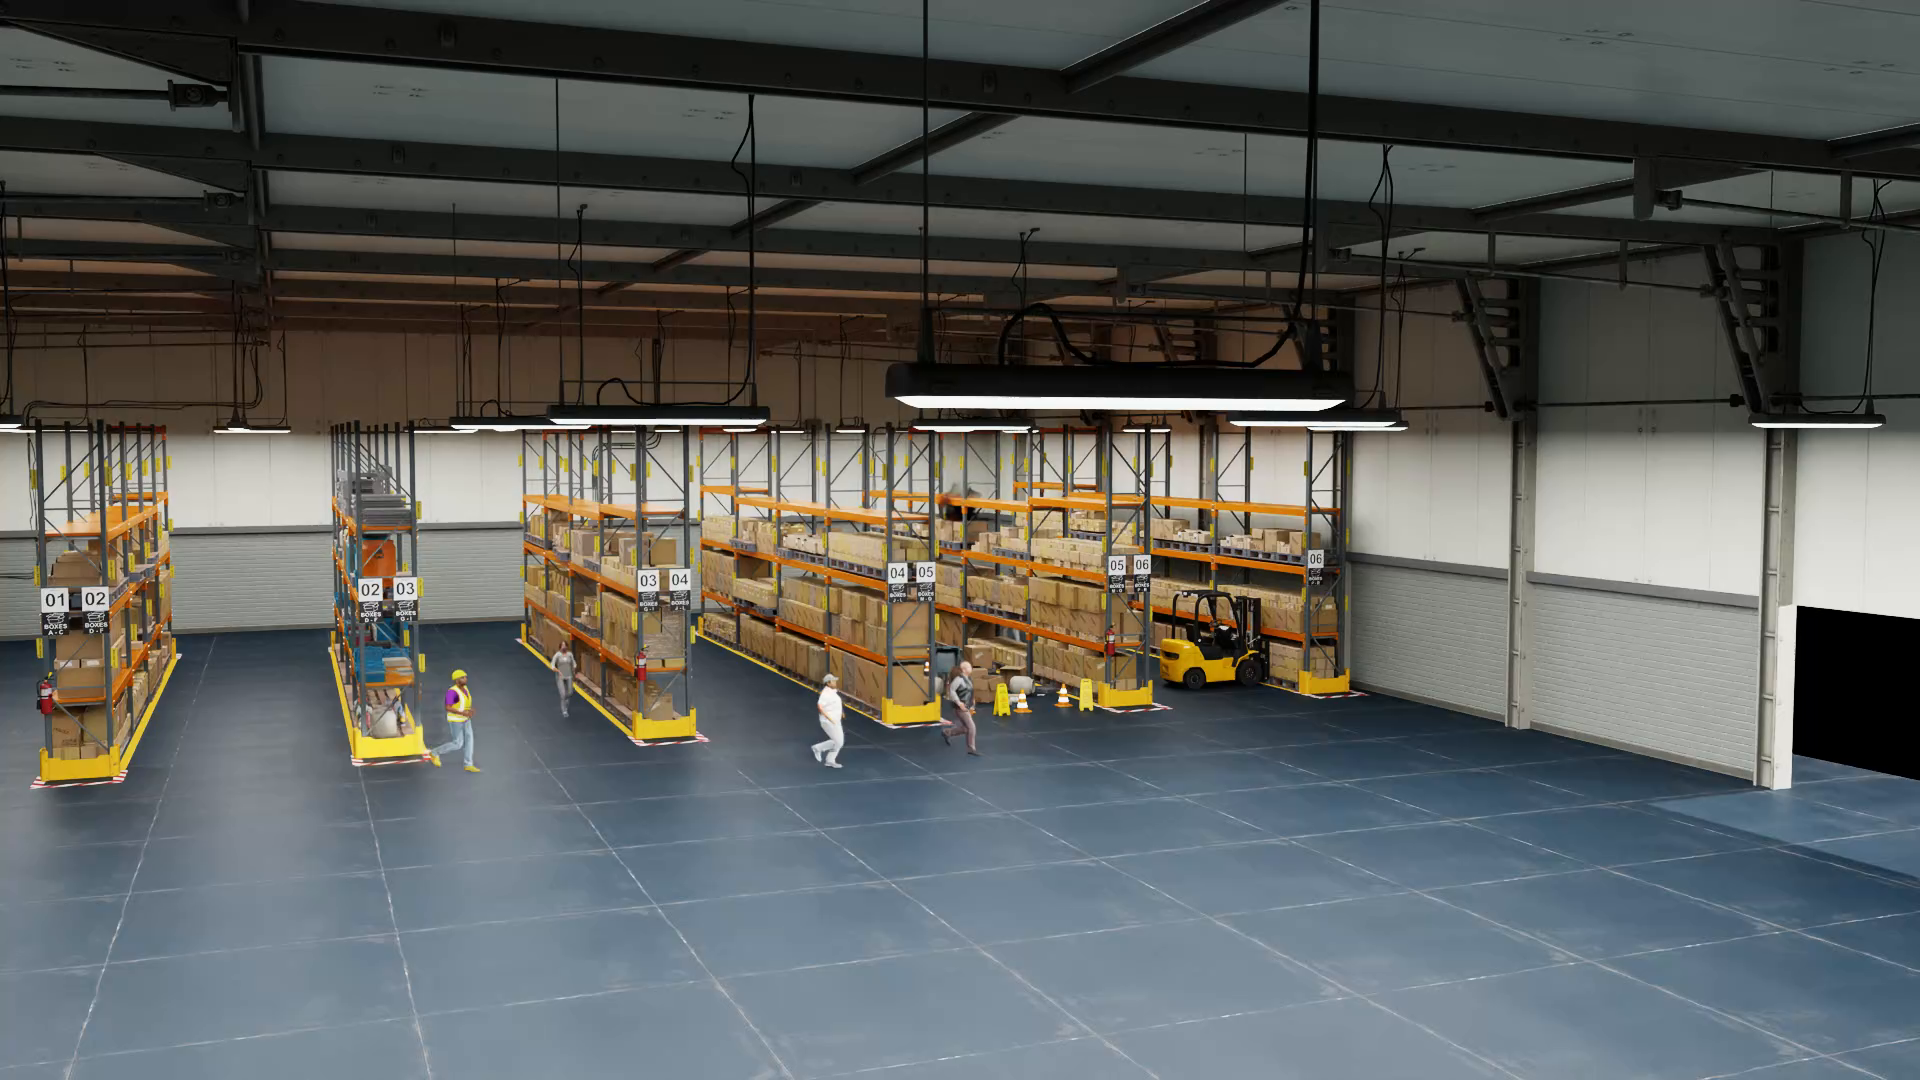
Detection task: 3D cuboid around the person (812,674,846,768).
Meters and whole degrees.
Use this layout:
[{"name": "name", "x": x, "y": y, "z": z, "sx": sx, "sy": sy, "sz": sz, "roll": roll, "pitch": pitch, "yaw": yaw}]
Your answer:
[{"name": "person", "x": -2.256, "y": 3.126, "z": 28.726, "sx": 0.544, "sy": 1.627, "sz": 0.617, "roll": 0, "pitch": 4, "yaw": 7}]

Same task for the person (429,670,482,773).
[{"name": "person", "x": -8.582, "y": 3.086, "z": 28.349, "sx": 0.871, "sy": 1.761, "sz": 0.709, "roll": 1, "pitch": 4, "yaw": 9}]

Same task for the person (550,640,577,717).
[{"name": "person", "x": -8.106, "y": 2.835, "z": 34.041, "sx": 0.541, "sy": 1.547, "sz": 0.542, "roll": -2, "pitch": 4, "yaw": -24}]

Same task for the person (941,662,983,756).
[{"name": "person", "x": 0.009, "y": 3.027, "z": 29.823, "sx": 0.809, "sy": 1.702, "sz": 0.684, "roll": 1, "pitch": 4, "yaw": 20}]

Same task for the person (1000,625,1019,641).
[{"name": "person", "x": 1.358, "y": 1.996, "z": 44.827, "sx": 0.642, "sy": 1.840, "sz": 0.763, "roll": -2, "pitch": 4, "yaw": -24}]
